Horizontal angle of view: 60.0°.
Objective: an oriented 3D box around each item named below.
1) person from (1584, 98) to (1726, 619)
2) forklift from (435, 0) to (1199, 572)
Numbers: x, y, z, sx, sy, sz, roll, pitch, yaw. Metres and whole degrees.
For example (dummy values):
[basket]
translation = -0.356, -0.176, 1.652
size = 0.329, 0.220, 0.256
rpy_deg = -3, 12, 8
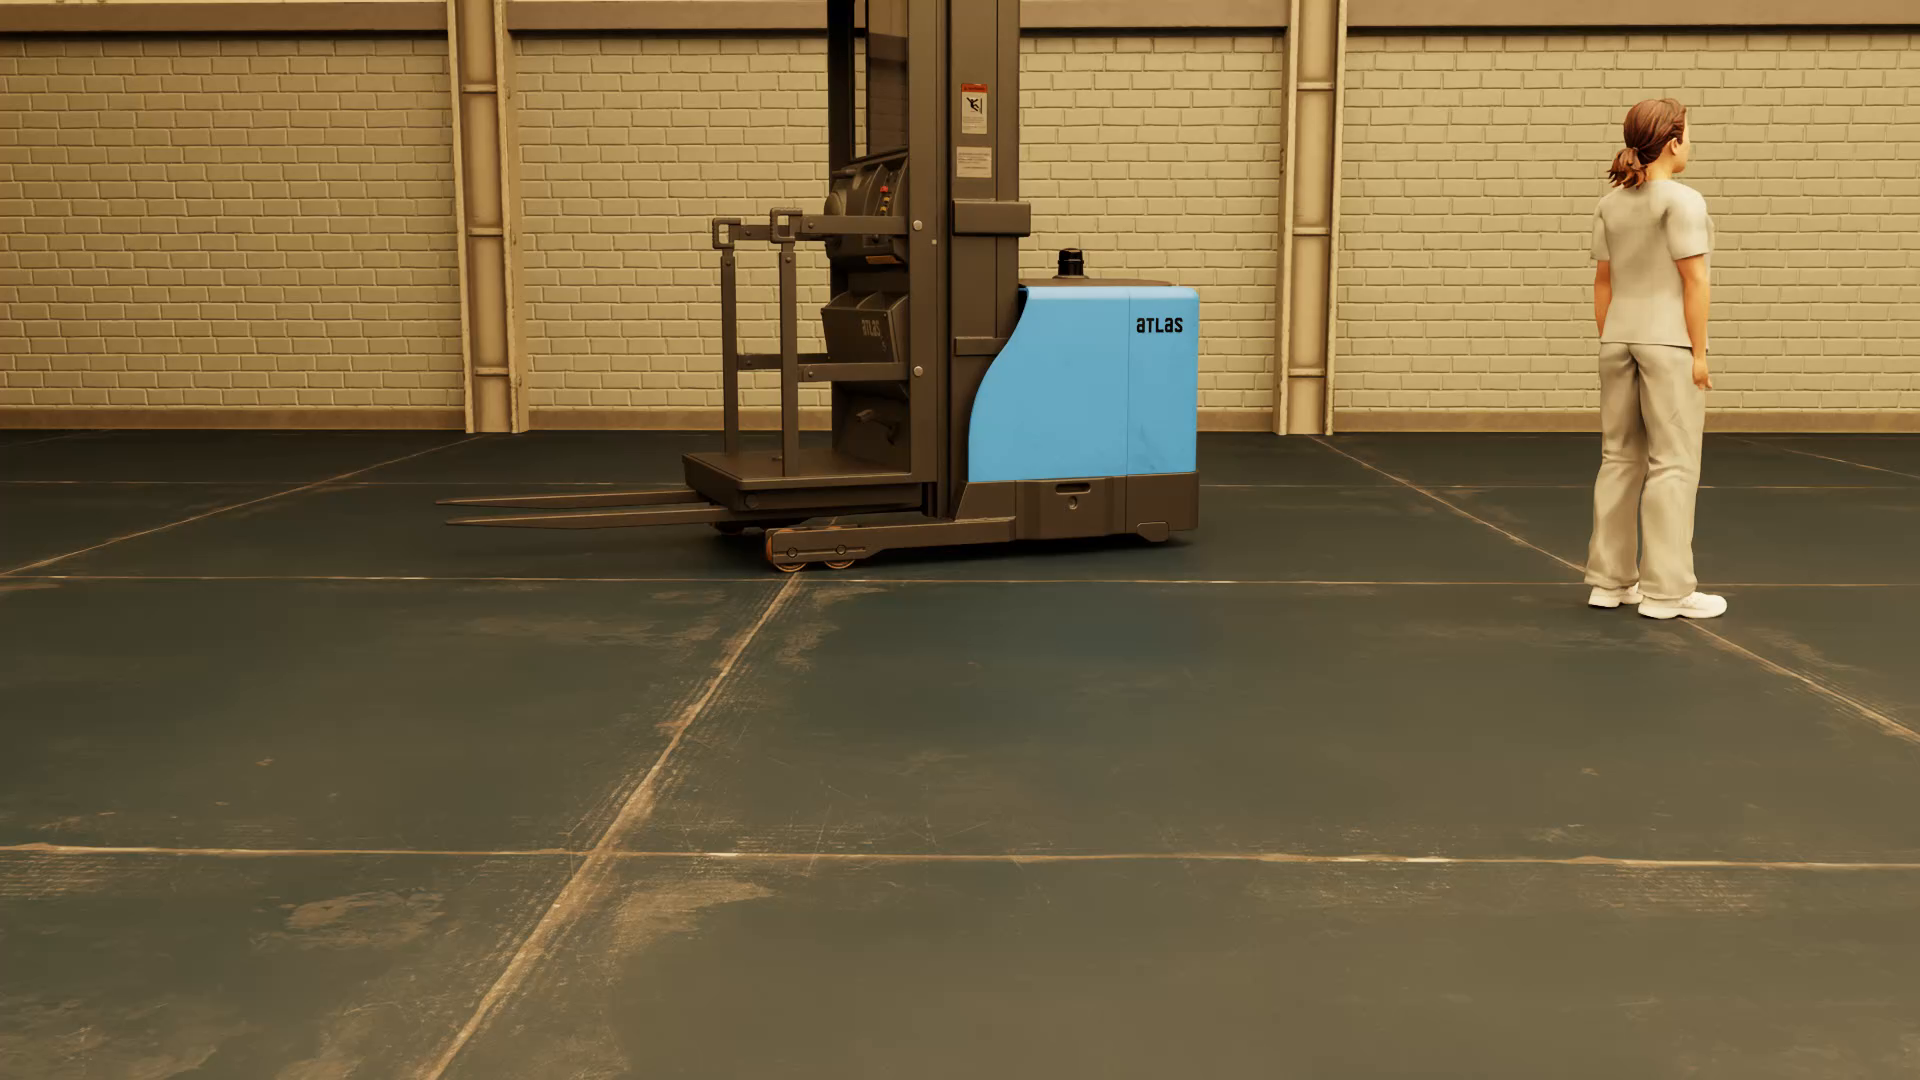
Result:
[person]
translation = 2.278, -0.592, 5.470
size = 0.390, 1.671, 0.431
rpy_deg = -4, 10, -27
[forklift]
translation = -0.569, -1.416, 6.694
size = 3.031, 2.935, 1.130
rpy_deg = -3, 9, -20
